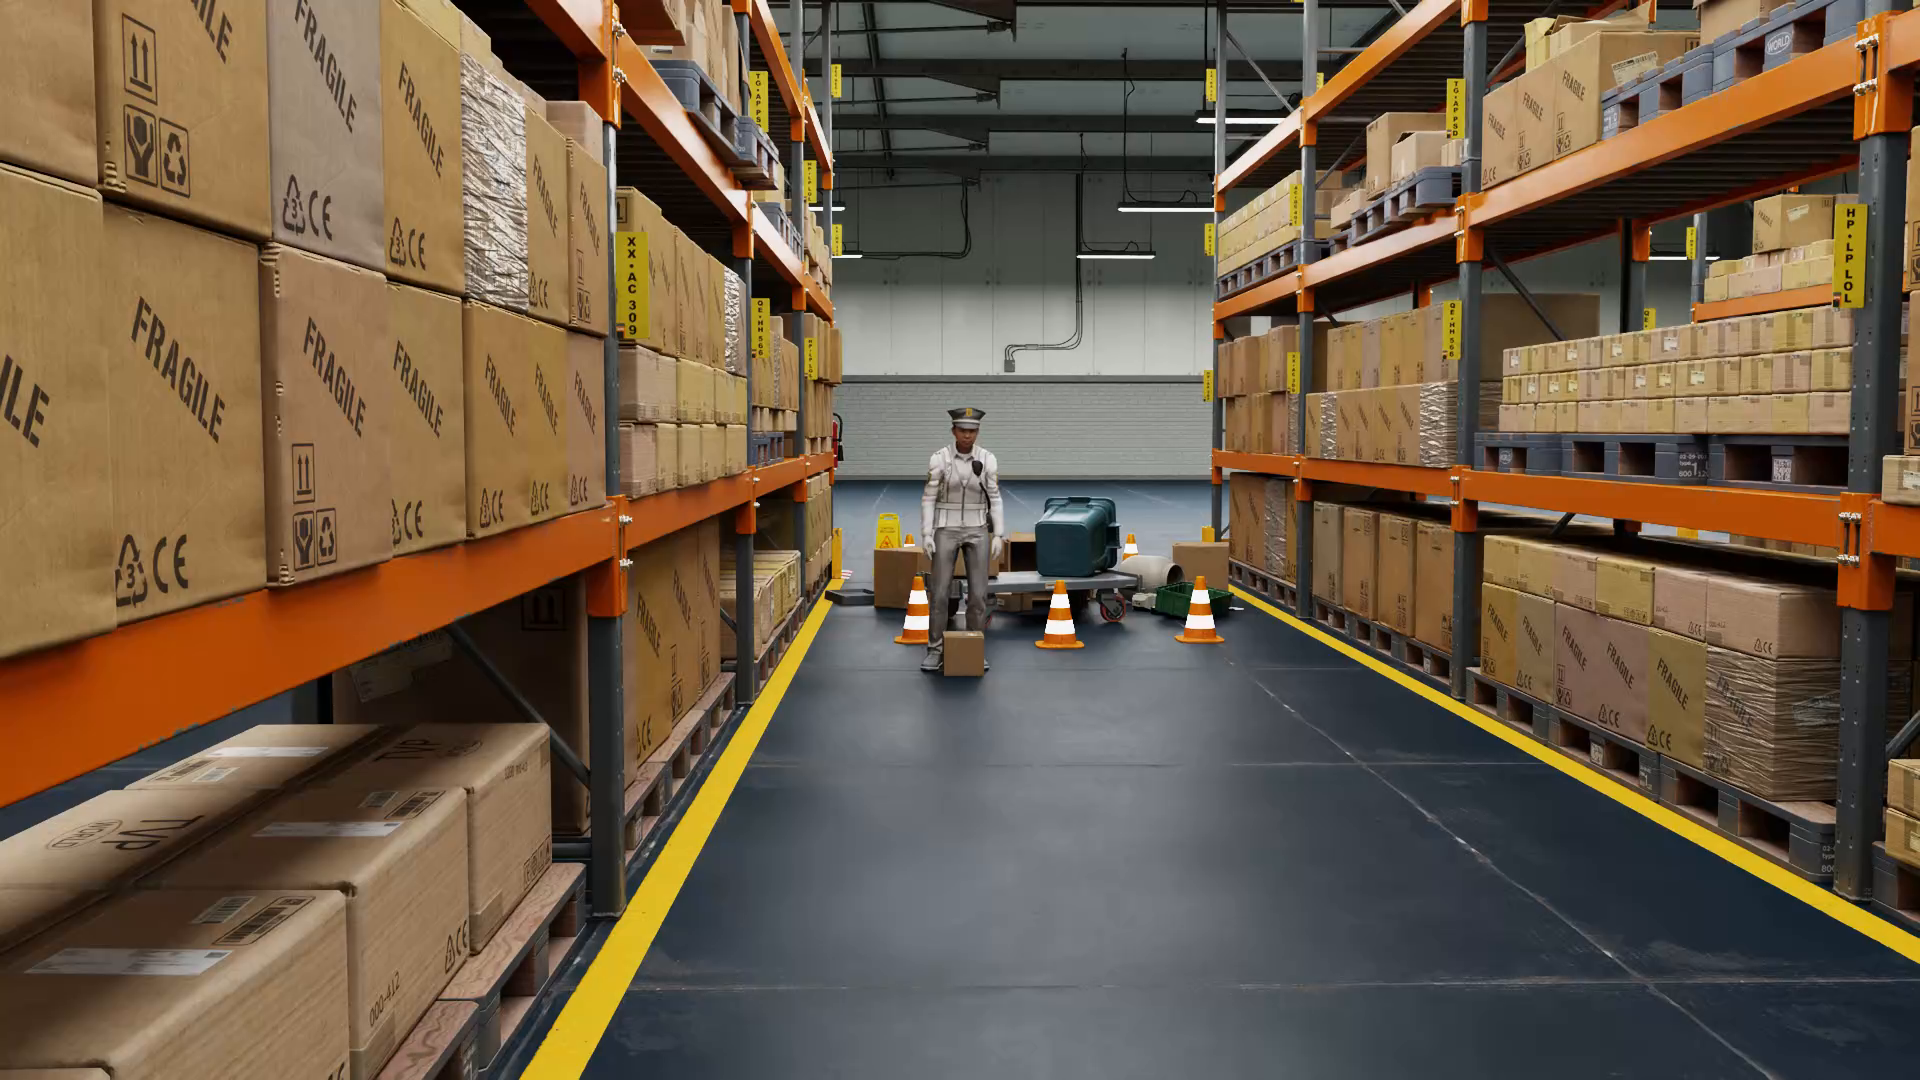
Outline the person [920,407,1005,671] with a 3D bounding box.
[{"bbox_3d":[0.014,-0.011,10.604,0.547,1.667,0.370,0,4,-4],"label":"person"}]
